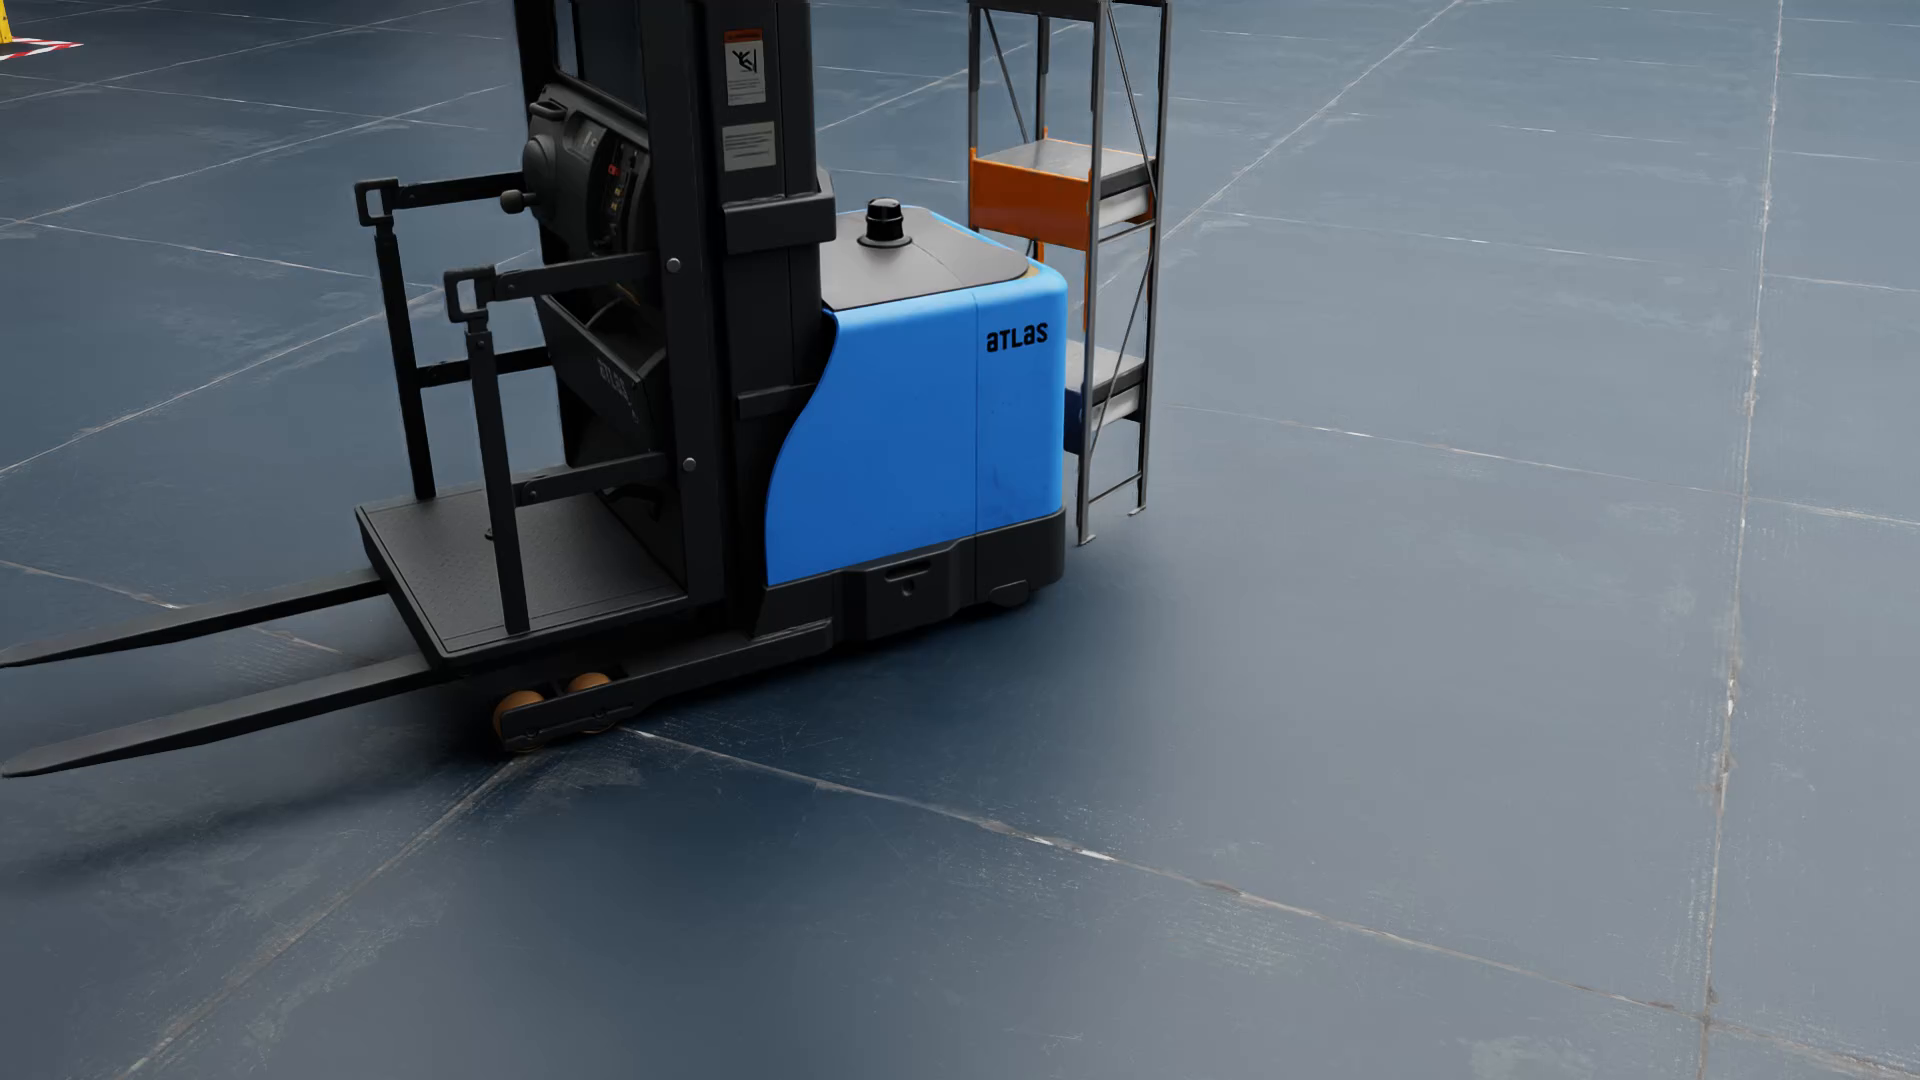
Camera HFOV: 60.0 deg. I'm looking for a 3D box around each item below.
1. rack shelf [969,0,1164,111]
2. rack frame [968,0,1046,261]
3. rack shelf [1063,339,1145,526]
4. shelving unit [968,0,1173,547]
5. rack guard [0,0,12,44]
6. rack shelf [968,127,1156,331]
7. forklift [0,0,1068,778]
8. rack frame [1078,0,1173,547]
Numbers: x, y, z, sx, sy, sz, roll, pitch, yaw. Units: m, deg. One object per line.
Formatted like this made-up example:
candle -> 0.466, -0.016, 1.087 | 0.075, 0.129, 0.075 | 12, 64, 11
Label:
rack shelf -> 0.347, -1.672, 5.216 | 0.480, 0.518, 0.431 | 20, 32, 35
rack frame -> 0.158, -1.125, 5.657 | 0.015, 2.100, 0.400 | 20, 32, 35
rack shelf -> 0.347, -0.416, 5.834 | 0.480, 0.518, 0.431 | 20, 32, 35
shelving unit -> 0.347, -1.057, 5.519 | 0.503, 2.100, 0.431 | 20, 32, 35
rack guard -> -8.754, -4.437, 14.195 | 0.348, 0.500, 1.175 | 11, 28, 22
rack shelf -> 0.347, -1.044, 5.525 | 0.480, 0.518, 0.431 | 20, 32, 35
forklift -> -1.198, -0.998, 4.458 | 3.031, 2.935, 1.130 | -14, 30, -27
rack frame -> 0.536, -0.988, 5.380 | 0.015, 2.100, 0.400 | 20, 32, 35
